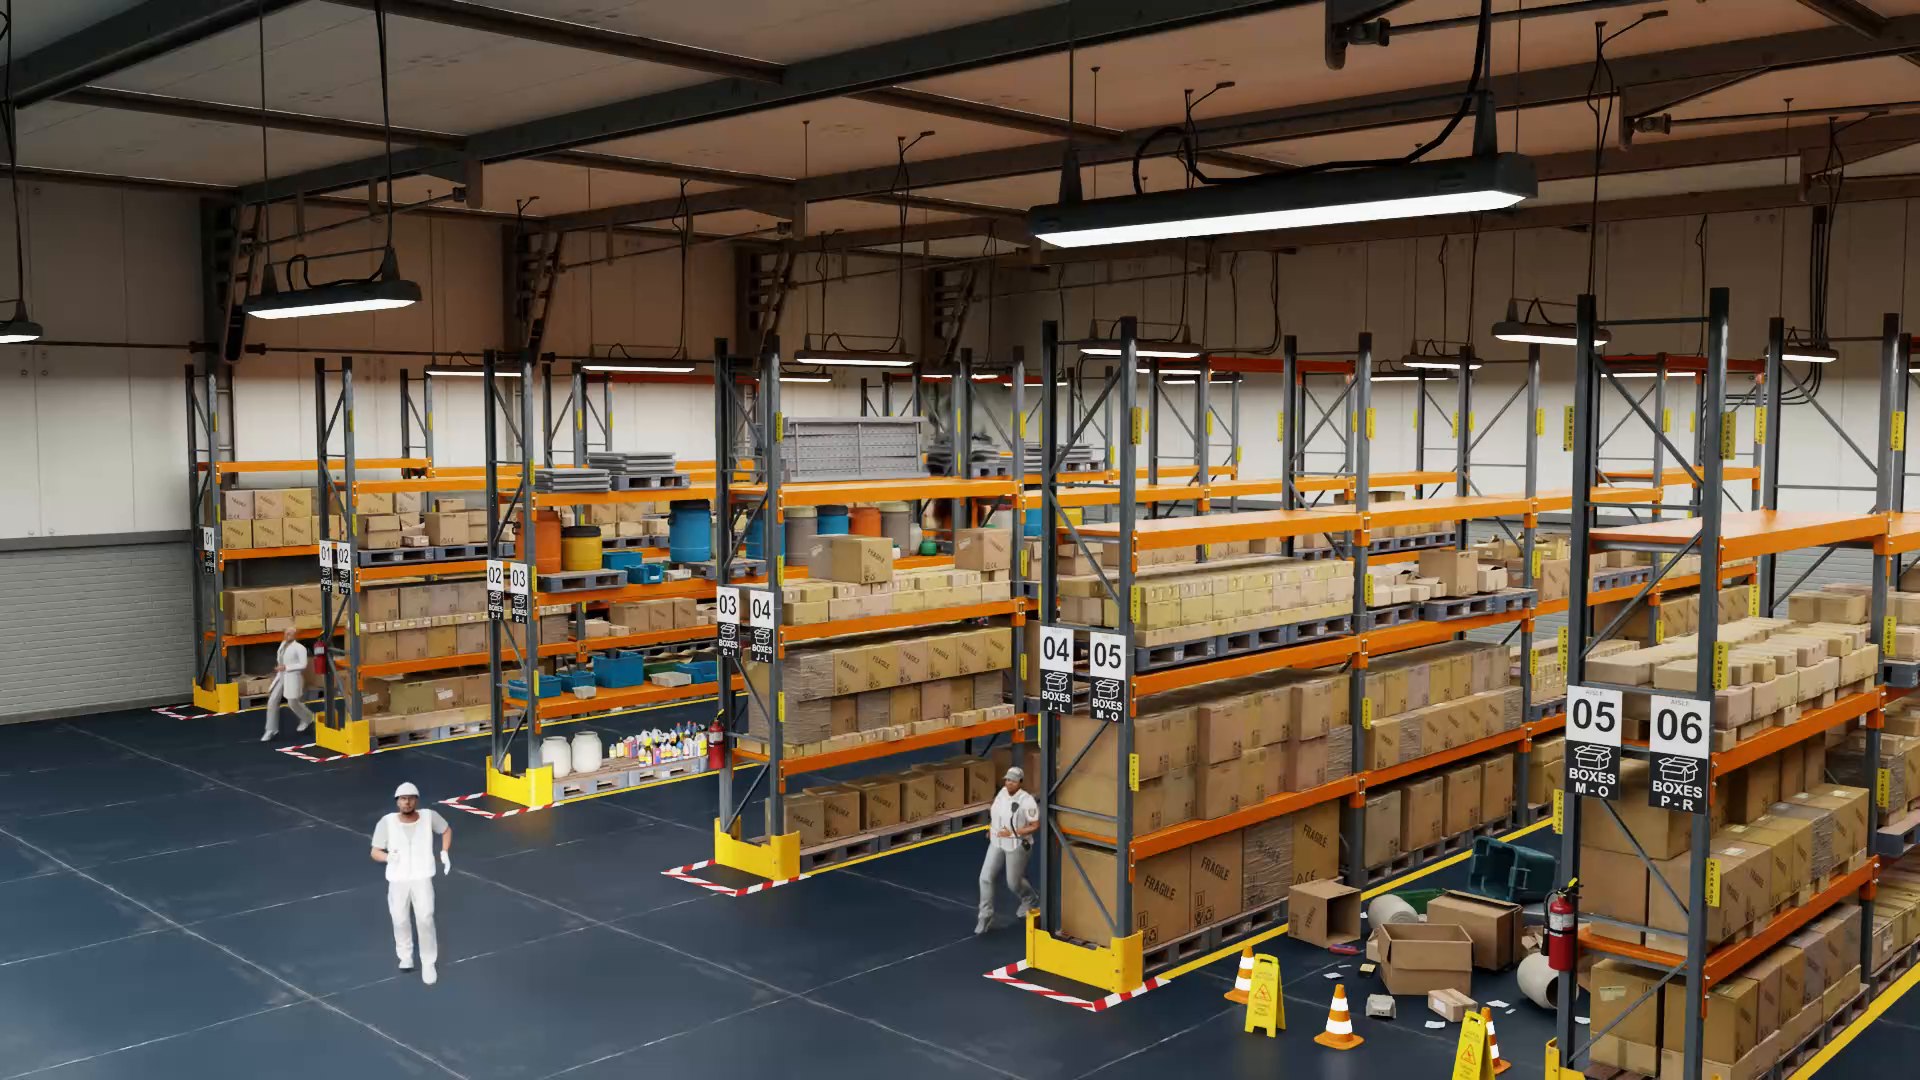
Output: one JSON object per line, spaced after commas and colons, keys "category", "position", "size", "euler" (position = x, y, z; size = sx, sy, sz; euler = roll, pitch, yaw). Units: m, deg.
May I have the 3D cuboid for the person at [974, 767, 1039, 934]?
{"category": "person", "position": [0.551, 3.091, 16.669], "size": [0.633, 1.693, 0.836], "euler": [4, 6, 39]}

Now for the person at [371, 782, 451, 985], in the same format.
{"category": "person", "position": [-4.997, 3.120, 15.138], "size": [0.678, 1.828, 0.753], "euler": [-1, 4, -13]}

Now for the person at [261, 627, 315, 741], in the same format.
{"category": "person", "position": [-10.636, 2.271, 26.483], "size": [0.729, 1.811, 0.987], "euler": [2, 5, 26]}
